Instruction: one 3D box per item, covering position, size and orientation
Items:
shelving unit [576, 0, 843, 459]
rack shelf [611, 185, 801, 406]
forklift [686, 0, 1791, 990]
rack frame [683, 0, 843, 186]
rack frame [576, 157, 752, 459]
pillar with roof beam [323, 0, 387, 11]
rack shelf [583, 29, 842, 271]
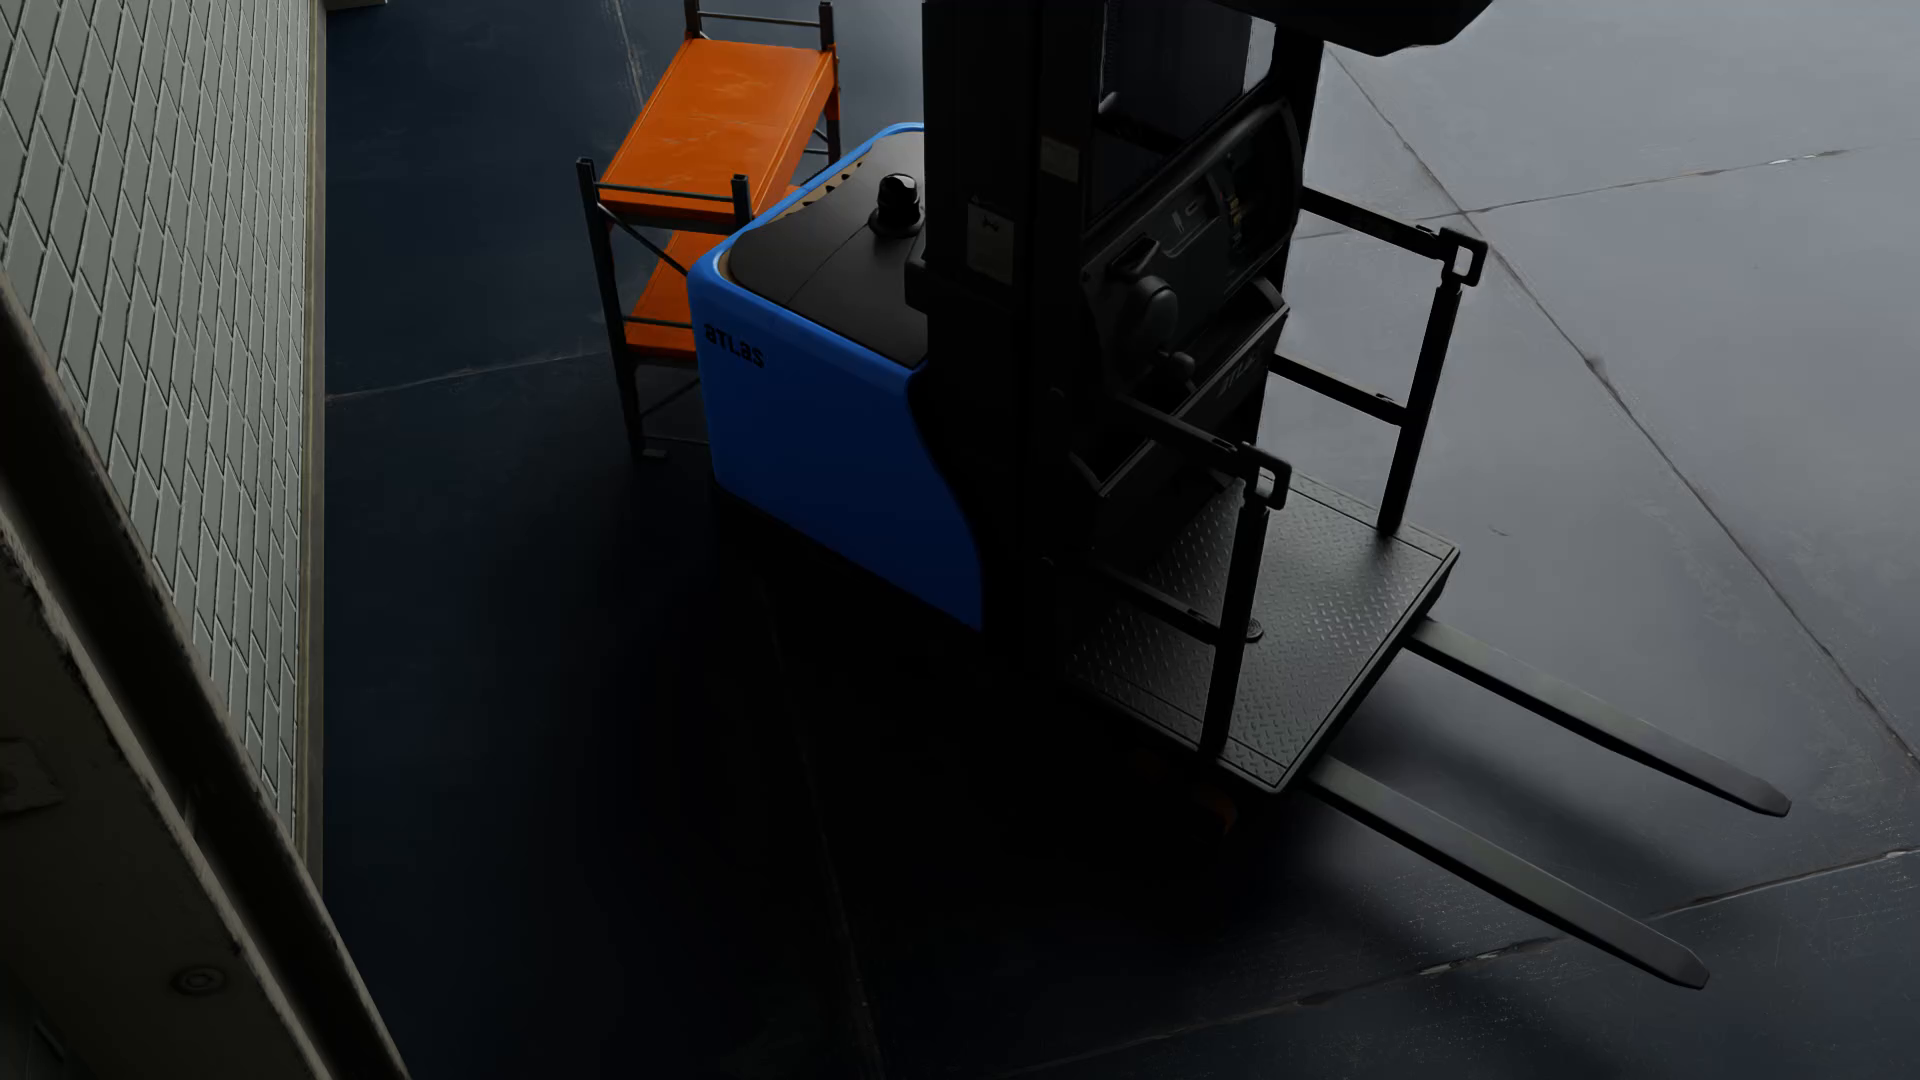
[{"bbox_3d":[-0.751,-1.013,5.455,0.538,1.125,1.048,8,46,7],"label":"shelving unit"},{"bbox_3d":[-0.751,-0.842,5.630,0.538,0.278,1.000,8,46,7],"label":"rack shelf"},{"bbox_3d":[0.728,-0.651,3.836,3.031,2.935,1.130,28,52,25],"label":"forklift"},{"bbox_3d":[-0.658,-1.370,5.805,0.500,1.125,0.032,8,46,7],"label":"rack frame"},{"bbox_3d":[-0.845,-0.656,5.105,0.500,1.125,0.032,8,46,7],"label":"rack frame"},{"bbox_3d":[1.314,-6.524,5.343,9.100,9.000,0.400,-11,47,-10],"label":"pillar with roof beam"},{"bbox_3d":[-0.751,-1.218,5.246,0.538,0.278,1.000,8,46,7],"label":"rack shelf"}]
